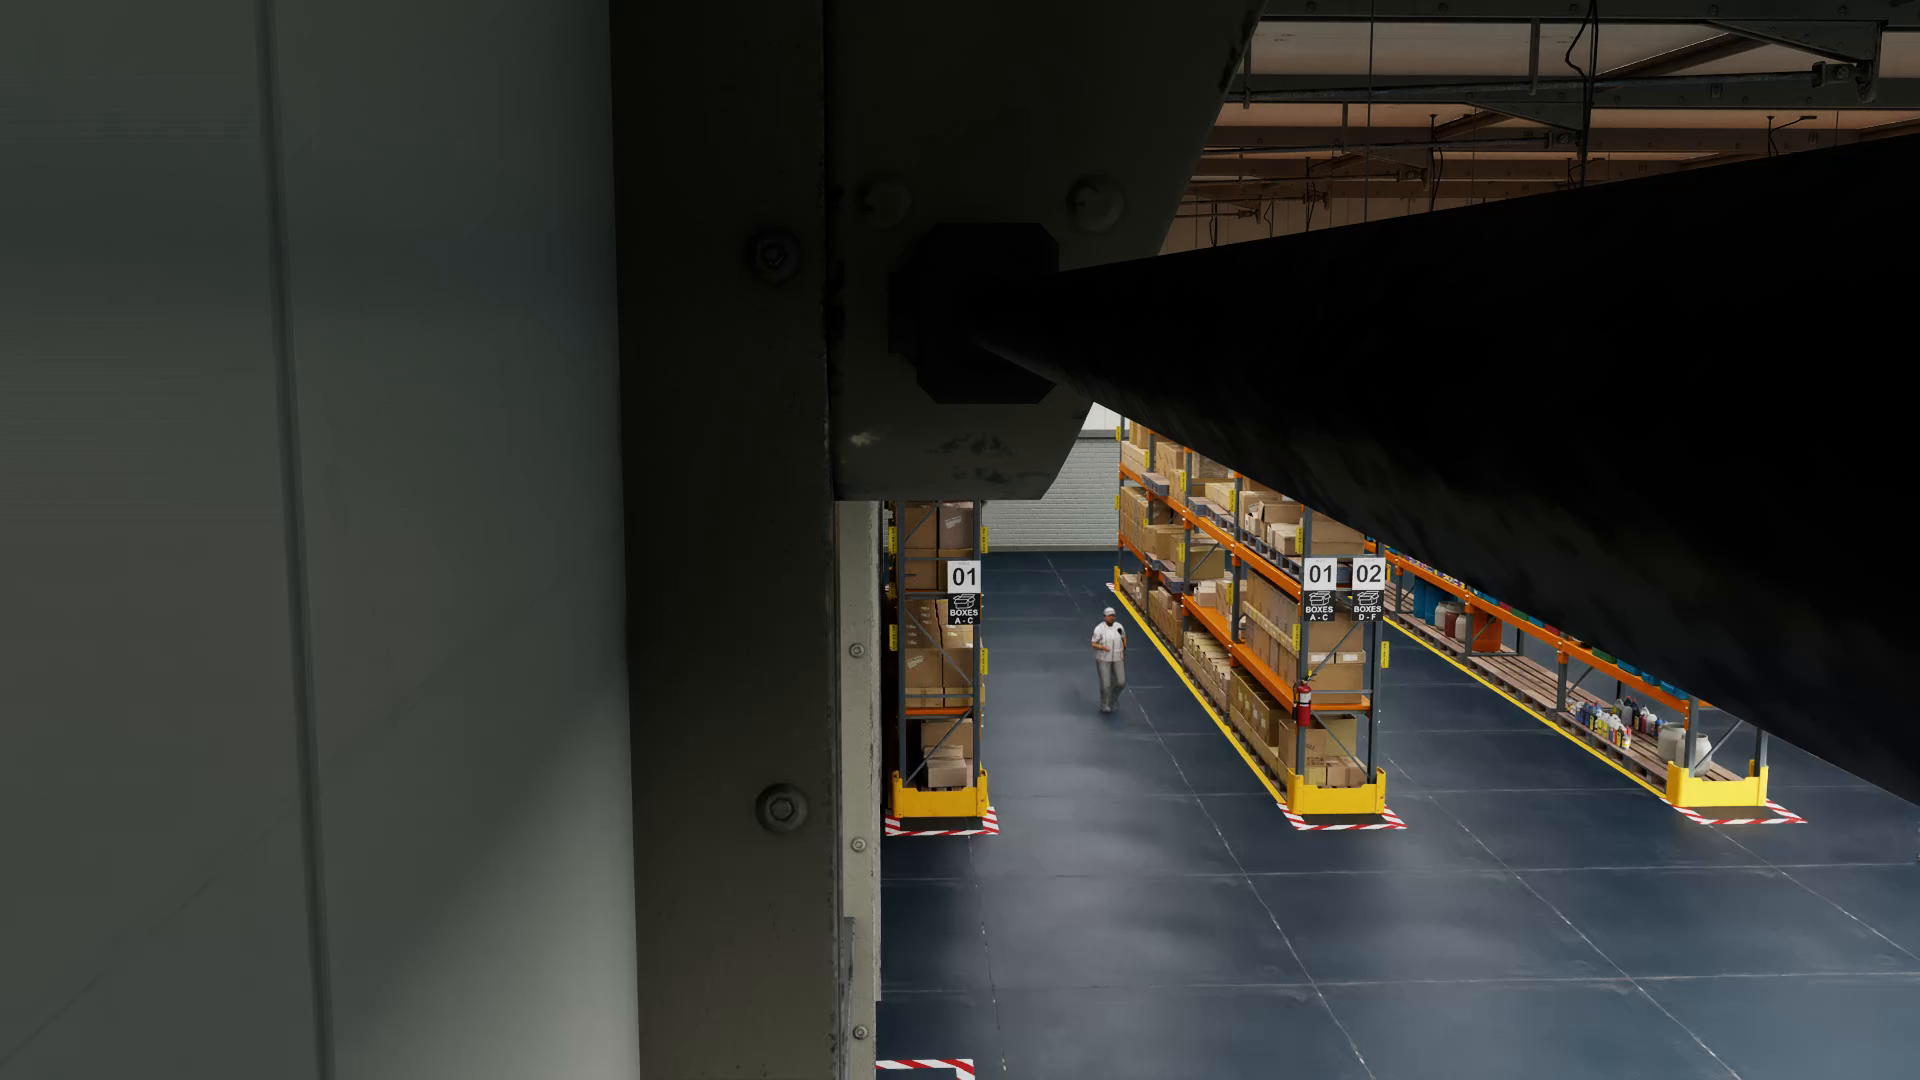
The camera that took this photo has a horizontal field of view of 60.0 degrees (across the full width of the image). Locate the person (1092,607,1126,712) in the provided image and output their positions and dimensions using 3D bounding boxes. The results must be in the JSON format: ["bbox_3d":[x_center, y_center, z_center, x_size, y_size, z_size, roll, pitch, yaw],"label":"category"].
[{"bbox_3d":[2.324,1.856,25.527,0.591,1.638,0.576,-2,8,-11],"label":"person"}]
